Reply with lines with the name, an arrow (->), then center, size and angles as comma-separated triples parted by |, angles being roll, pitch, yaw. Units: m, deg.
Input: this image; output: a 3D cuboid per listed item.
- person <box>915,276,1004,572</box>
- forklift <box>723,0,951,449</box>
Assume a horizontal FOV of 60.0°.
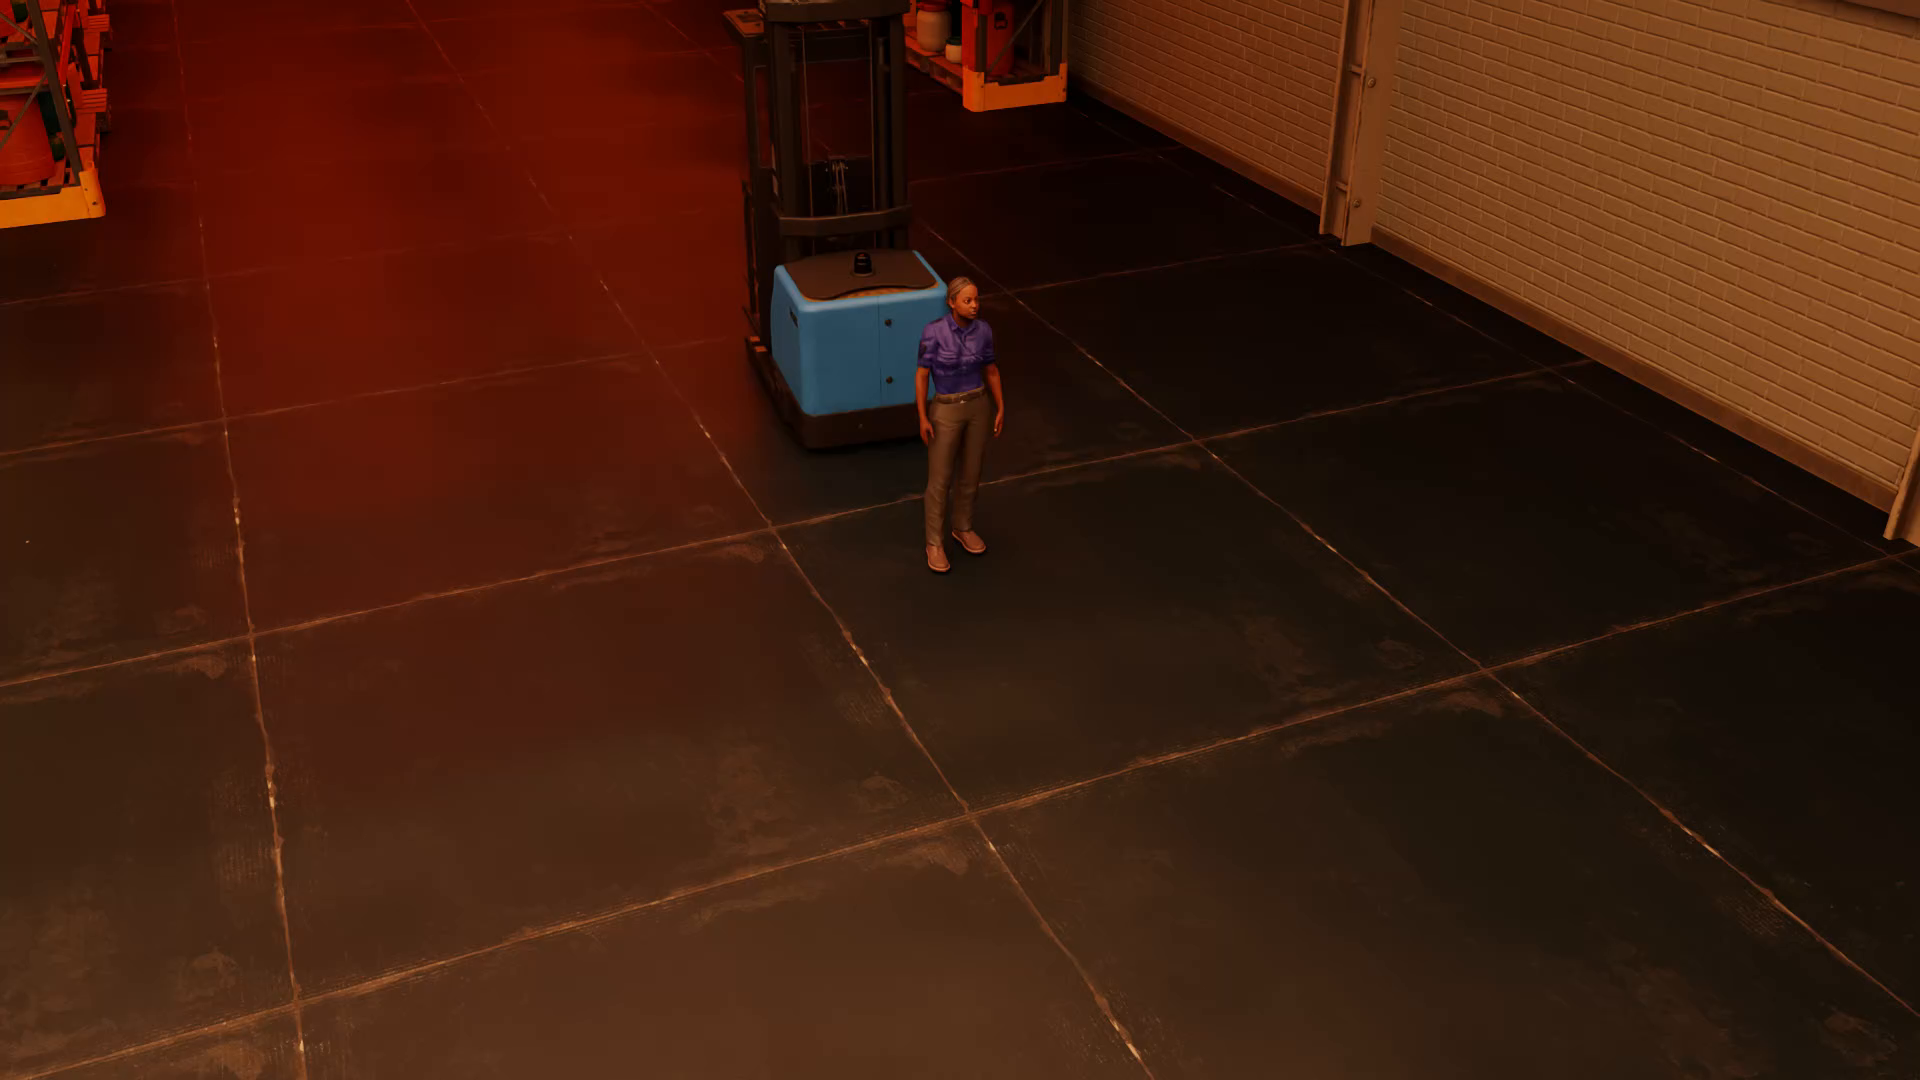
person -> 0.017, -0.681, 9.582 | 0.569, 1.654, 0.504 | -12, 32, -20
forklift -> -0.974, -2.592, 11.654 | 1.130, 2.935, 3.031 | -9, 31, -15
